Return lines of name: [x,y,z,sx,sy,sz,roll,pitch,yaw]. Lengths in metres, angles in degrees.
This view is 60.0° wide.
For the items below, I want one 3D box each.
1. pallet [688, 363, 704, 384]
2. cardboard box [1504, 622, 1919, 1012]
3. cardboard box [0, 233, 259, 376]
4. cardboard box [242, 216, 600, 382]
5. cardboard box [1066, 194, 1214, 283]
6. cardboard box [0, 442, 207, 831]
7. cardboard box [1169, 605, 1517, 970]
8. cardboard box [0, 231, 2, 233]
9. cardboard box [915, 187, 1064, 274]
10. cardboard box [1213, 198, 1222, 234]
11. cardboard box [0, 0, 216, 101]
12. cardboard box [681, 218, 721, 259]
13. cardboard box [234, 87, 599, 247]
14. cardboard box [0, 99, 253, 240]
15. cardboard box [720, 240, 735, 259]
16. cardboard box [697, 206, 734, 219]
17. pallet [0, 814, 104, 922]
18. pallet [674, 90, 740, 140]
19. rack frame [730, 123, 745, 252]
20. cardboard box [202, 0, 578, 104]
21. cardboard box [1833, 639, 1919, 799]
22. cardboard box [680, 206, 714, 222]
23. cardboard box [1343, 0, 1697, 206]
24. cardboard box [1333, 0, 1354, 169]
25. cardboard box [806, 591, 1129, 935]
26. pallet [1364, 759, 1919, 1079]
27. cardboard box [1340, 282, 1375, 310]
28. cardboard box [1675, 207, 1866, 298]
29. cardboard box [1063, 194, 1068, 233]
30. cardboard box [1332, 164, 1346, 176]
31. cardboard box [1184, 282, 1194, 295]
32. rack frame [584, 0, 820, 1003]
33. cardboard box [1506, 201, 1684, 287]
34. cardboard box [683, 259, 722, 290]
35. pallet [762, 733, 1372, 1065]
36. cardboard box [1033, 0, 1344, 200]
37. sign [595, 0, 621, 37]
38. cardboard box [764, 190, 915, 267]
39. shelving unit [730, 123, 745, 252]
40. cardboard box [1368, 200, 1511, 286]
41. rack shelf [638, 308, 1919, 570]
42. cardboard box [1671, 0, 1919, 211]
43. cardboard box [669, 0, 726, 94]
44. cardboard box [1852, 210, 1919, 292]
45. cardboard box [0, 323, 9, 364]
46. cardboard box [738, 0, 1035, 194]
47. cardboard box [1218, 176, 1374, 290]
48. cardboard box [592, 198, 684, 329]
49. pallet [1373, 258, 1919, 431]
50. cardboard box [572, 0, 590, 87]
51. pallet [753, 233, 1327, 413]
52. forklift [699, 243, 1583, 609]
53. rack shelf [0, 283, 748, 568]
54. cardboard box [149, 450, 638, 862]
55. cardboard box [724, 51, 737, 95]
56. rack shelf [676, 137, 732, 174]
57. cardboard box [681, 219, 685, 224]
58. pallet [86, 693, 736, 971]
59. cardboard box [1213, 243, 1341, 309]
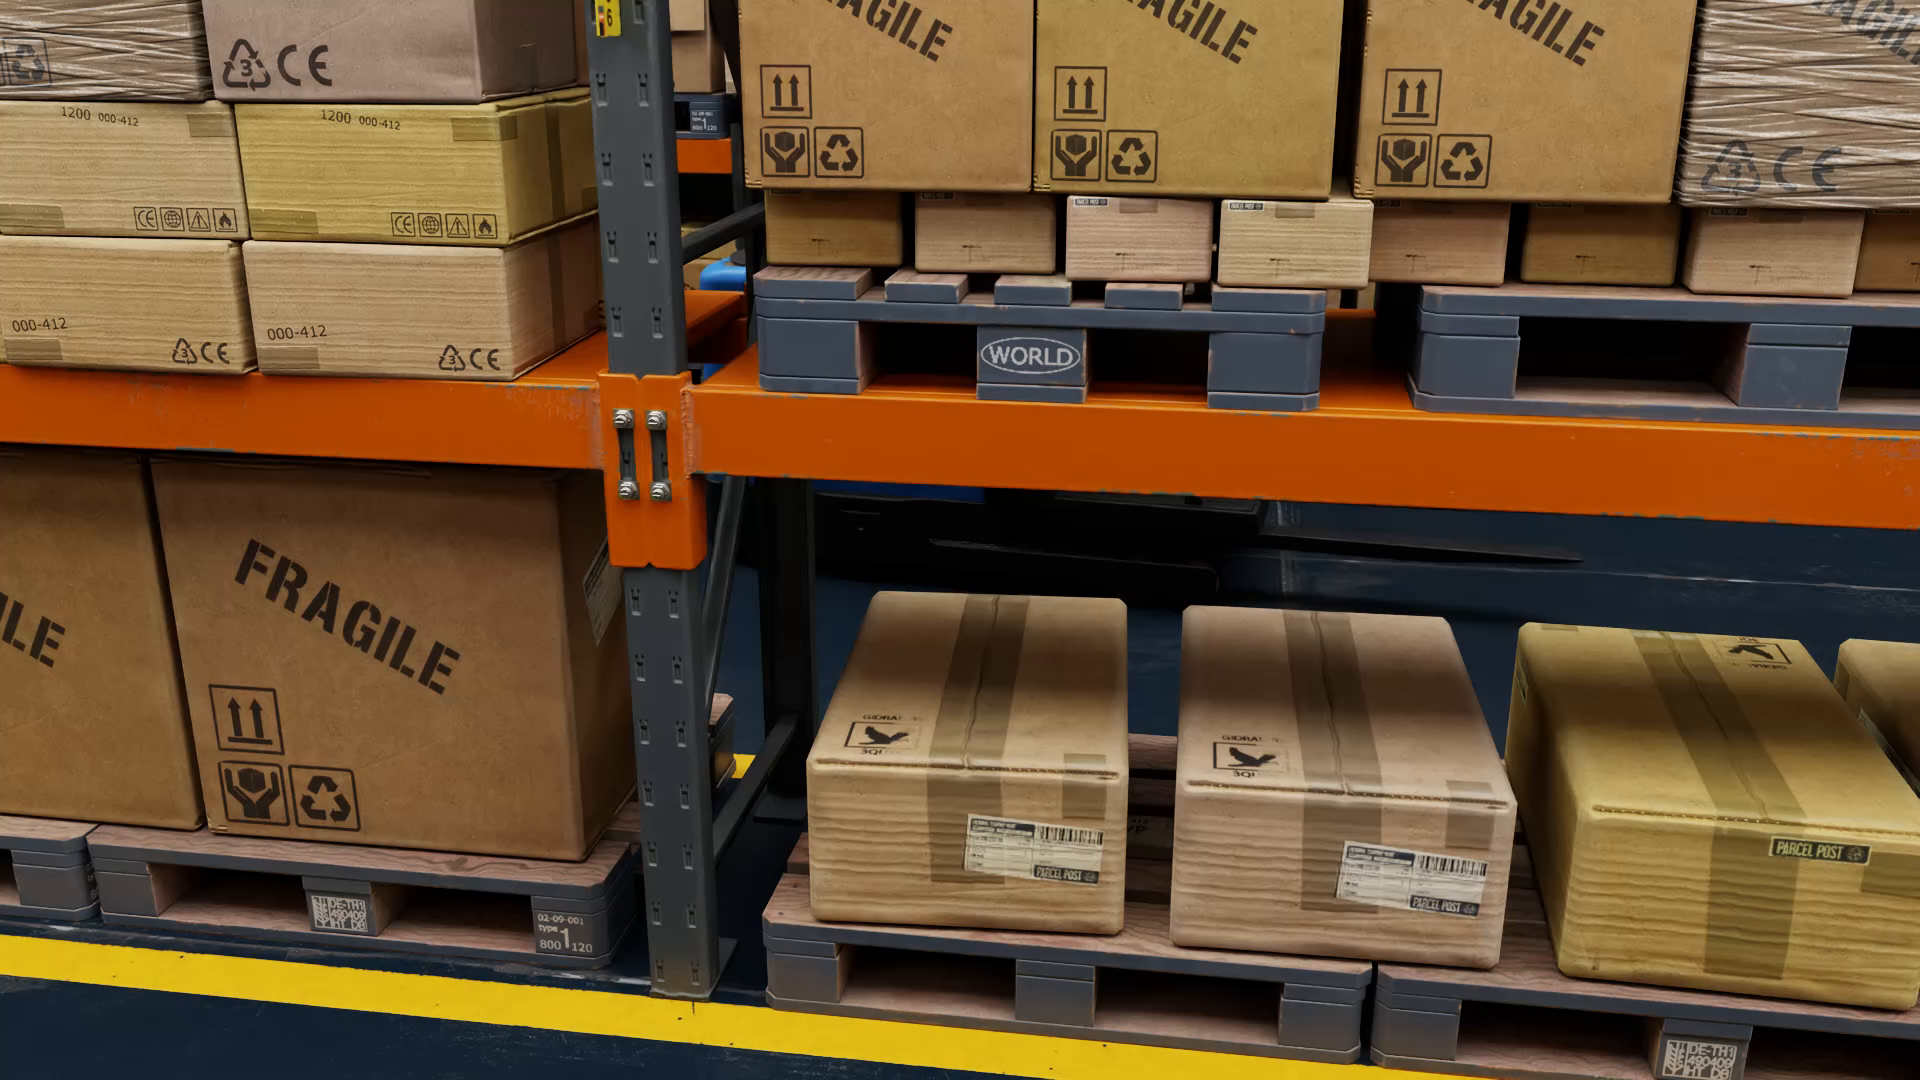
pallet: [-1.652,-0.968,8.864,1.213,0.211,1.003,3,19,9]
cardboard box: [1.531,0.529,3.474,0.625,0.372,0.950,4,19,10]
cardboard box: [-1.550,-0.518,3.359,0.500,0.250,0.500,3,19,10]
cardboard box: [-1.043,-0.497,3.297,0.500,0.250,0.500,2,19,7]
cardboard box: [0.325,-0.576,3.032,0.250,0.149,0.380,2,19,5]
cardboard box: [-2.052,0.078,4.031,0.875,0.875,0.875,3,19,9]
cardboard box: [0.783,0.489,3.593,0.625,0.372,0.950,3,19,8]
cardboard box: [-2.037,-0.779,3.351,0.500,0.250,0.500,2,19,7]
cardboard box: [0.062,-0.605,3.117,0.250,0.149,0.380,2,19,5]
cardboard box: [0.637,-0.756,3.571,0.250,0.149,0.380,2,19,6]
cardboard box: [-1.563,-1.113,3.168,0.500,0.500,0.500,3,19,10]
cardboard box: [-1.274,-1.517,8.365,0.250,0.149,0.380,3,19,8]
cardboard box: [-1.021,-0.735,3.220,0.500,0.250,0.500,3,19,8]
cardboard box: [-1.528,-0.759,3.293,0.500,0.250,0.500,2,19,7]
cardboard box: [-1.028,-1.505,8.328,0.250,0.149,0.380,3,19,10]
cardboard box: [-1.220,-1.674,8.835,0.250,0.149,0.380,3,19,7]
pallet: [-2.470,0.573,4.258,1.213,0.211,1.003,3,19,9]
pallet: [-1.640,-2.185,8.407,1.213,0.211,1.003,3,19,9]
rack frame: [-0.727,-0.918,6.683,0.032,1.500,0.500,10,21,28]
cardboard box: [-1.055,-1.090,3.099,0.500,0.500,0.500,2,19,7]
cardboard box: [2.218,0.564,3.371,0.625,0.372,0.950,4,19,12]
cardboard box: [-1.470,-1.673,8.830,0.250,0.149,0.380,3,19,9]
cardboard box: [0.946,-0.868,2.881,0.500,0.500,0.500,3,19,10]
cardboard box: [1.001,-1.028,3.360,0.500,0.500,0.500,2,19,5]
cardboard box: [0.053,0.455,3.696,0.625,0.372,0.950,2,19,5]
pallet: [1.469,0.800,3.578,1.213,0.211,1.003,3,19,9]
cardboard box: [2.206,-1.152,8.100,0.625,0.625,0.875,2,19,6]
cardboard box: [1.377,-0.533,2.902,0.250,0.149,0.380,4,19,10]
cardboard box: [0.134,-0.770,3.612,0.250,0.149,0.380,3,19,9]
cardboard box: [0.911,-0.747,3.542,0.250,0.149,0.380,3,19,10]
cardboard box: [0.894,-1.216,8.292,0.625,0.625,0.875,4,19,10]
rack frame: [-0.503,-0.624,3.440,0.127,3.000,1.000,3,19,9]
cardboard box: [1.129,-0.566,3.002,0.250,0.149,0.380,4,19,11]
cardboard box: [-1.180,-1.201,8.442,0.500,0.500,0.500,4,19,11]
pallet: [0.268,0.738,3.764,1.213,0.211,1.003,3,19,9]
cardboard box: [0.420,-0.892,2.955,0.500,0.500,0.500,4,19,11]
sign: [-0.588,-0.999,2.736,0.005,0.325,0.100,3,19,9]
cardboard box: [-0.212,-0.629,3.191,0.250,0.149,0.380,2,19,5]
shelving unit: [-1.168,-0.998,6.923,1.048,1.500,0.538,10,21,28]
cardboard box: [0.844,-0.568,3.008,0.250,0.149,0.380,4,19,12]
rack shelf: [1.472,-0.182,3.254,4.000,0.370,1.077,3,19,9]
cardboard box: [1.438,-0.840,2.798,0.500,0.500,0.500,2,19,7]
cardboard box: [-1.360,-2.451,8.078,0.637,0.503,0.797,2,19,7]
cardboard box: [1.646,-0.543,2.934,0.250,0.149,0.380,2,19,7]
cardboard box: [-2.045,-0.548,3.450,0.500,0.250,0.500,3,19,8]
cardboard box: [-0.095,-0.916,3.026,0.500,0.500,0.500,2,19,7]
cardboard box: [0.593,-0.556,2.972,0.250,0.149,0.380,3,19,9]
cardboard box: [-0.946,-0.656,3.773,0.500,0.250,0.500,3,19,8]
pallet: [1.458,-0.446,3.211,1.213,0.211,1.003,3,19,9]
cardboard box: [-0.951,-1.247,3.569,0.500,0.500,0.500,2,19,7]
pallet: [0.218,-0.530,3.463,1.003,0.211,1.213,3,19,9]
forklift: [0.651,-1.340,5.690,3.031,2.935,1.130,5,19,14]
rack shelf: [-2.478,-0.383,3.855,4.000,0.370,1.077,3,19,9]
cardboard box: [-1.172,0.124,3.893,0.875,0.875,0.875,3,19,8]
cardboard box: [-0.812,-2.259,7.901,0.500,0.250,0.500,2,19,6]
rack shelf: [-1.694,-1.939,8.503,4.000,0.370,1.077,3,19,9]
cardboard box: [-1.552,-1.522,8.378,0.250,0.149,0.380,2,19,6]
pallet: [-1.269,0.635,4.072,1.213,0.211,1.003,3,19,9]
cardboard box: [1.541,-1.186,8.201,0.625,0.625,0.875,4,19,10]
